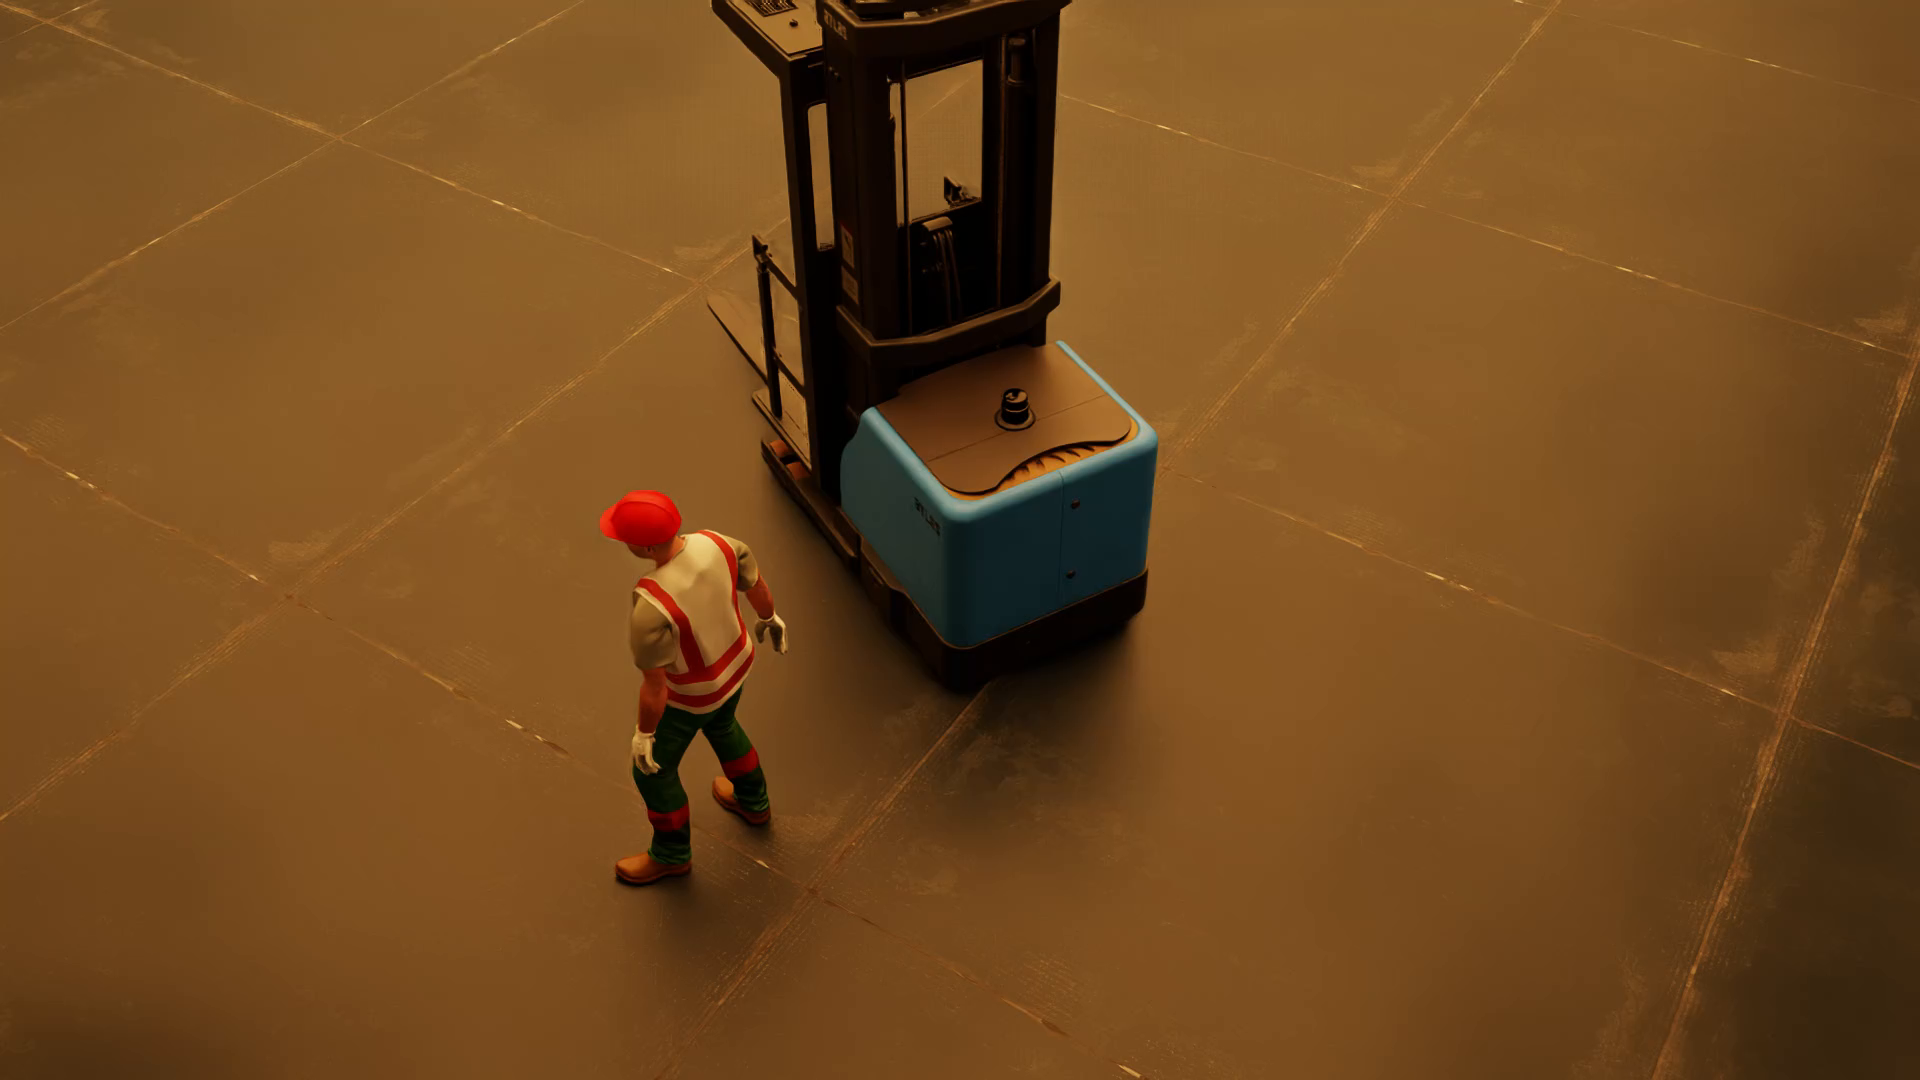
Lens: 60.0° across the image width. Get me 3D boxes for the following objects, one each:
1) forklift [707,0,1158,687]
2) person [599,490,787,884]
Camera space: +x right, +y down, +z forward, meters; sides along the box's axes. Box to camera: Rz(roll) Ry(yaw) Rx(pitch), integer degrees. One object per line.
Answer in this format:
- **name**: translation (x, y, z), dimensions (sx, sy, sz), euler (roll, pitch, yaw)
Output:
- **forklift**: translation (-0.332, -1.431, 7.358), dimensions (1.130, 2.935, 3.031), euler (-22, 48, -21)
- **person**: translation (-1.016, 0.500, 6.182), dimensions (0.435, 1.748, 0.856), euler (22, 48, 21)
